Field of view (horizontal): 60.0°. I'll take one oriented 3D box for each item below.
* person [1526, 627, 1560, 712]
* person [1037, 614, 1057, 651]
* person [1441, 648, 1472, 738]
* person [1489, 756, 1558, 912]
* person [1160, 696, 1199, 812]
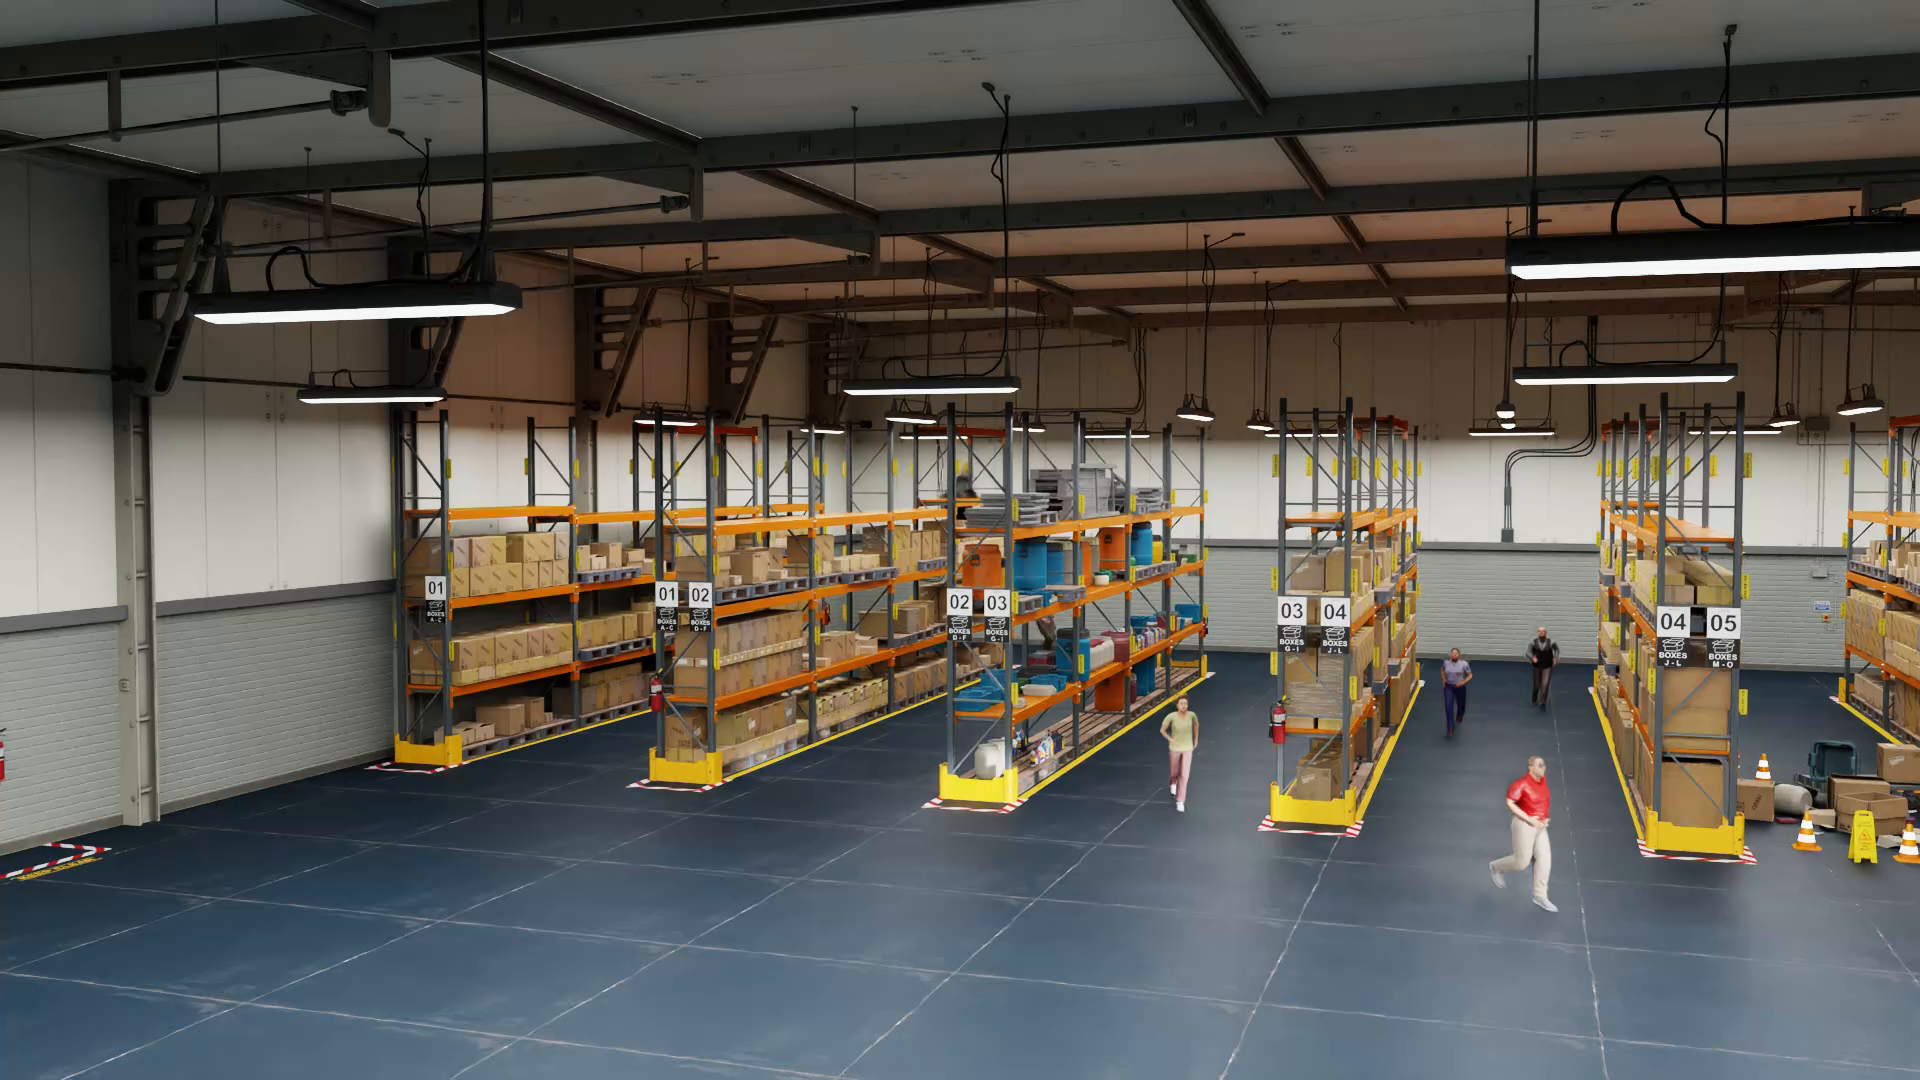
[{"bbox_3d":[12.135,2.670,34.632,0.670,1.725,0.896,1,3,20],"label":"person"},{"bbox_3d":[2.131,2.087,41.686,0.695,1.710,0.531,-1,3,-29],"label":"person"},{"bbox_3d":[9.370,2.859,31.407,0.577,1.653,1.087,1,3,17],"label":"person"},{"bbox_3d":[6.541,3.338,19.185,0.686,1.720,0.937,-2,3,-32],"label":"person"},{"bbox_3d":[3.268,3.121,24.648,0.601,1.661,0.896,0,2,-3],"label":"person"}]
